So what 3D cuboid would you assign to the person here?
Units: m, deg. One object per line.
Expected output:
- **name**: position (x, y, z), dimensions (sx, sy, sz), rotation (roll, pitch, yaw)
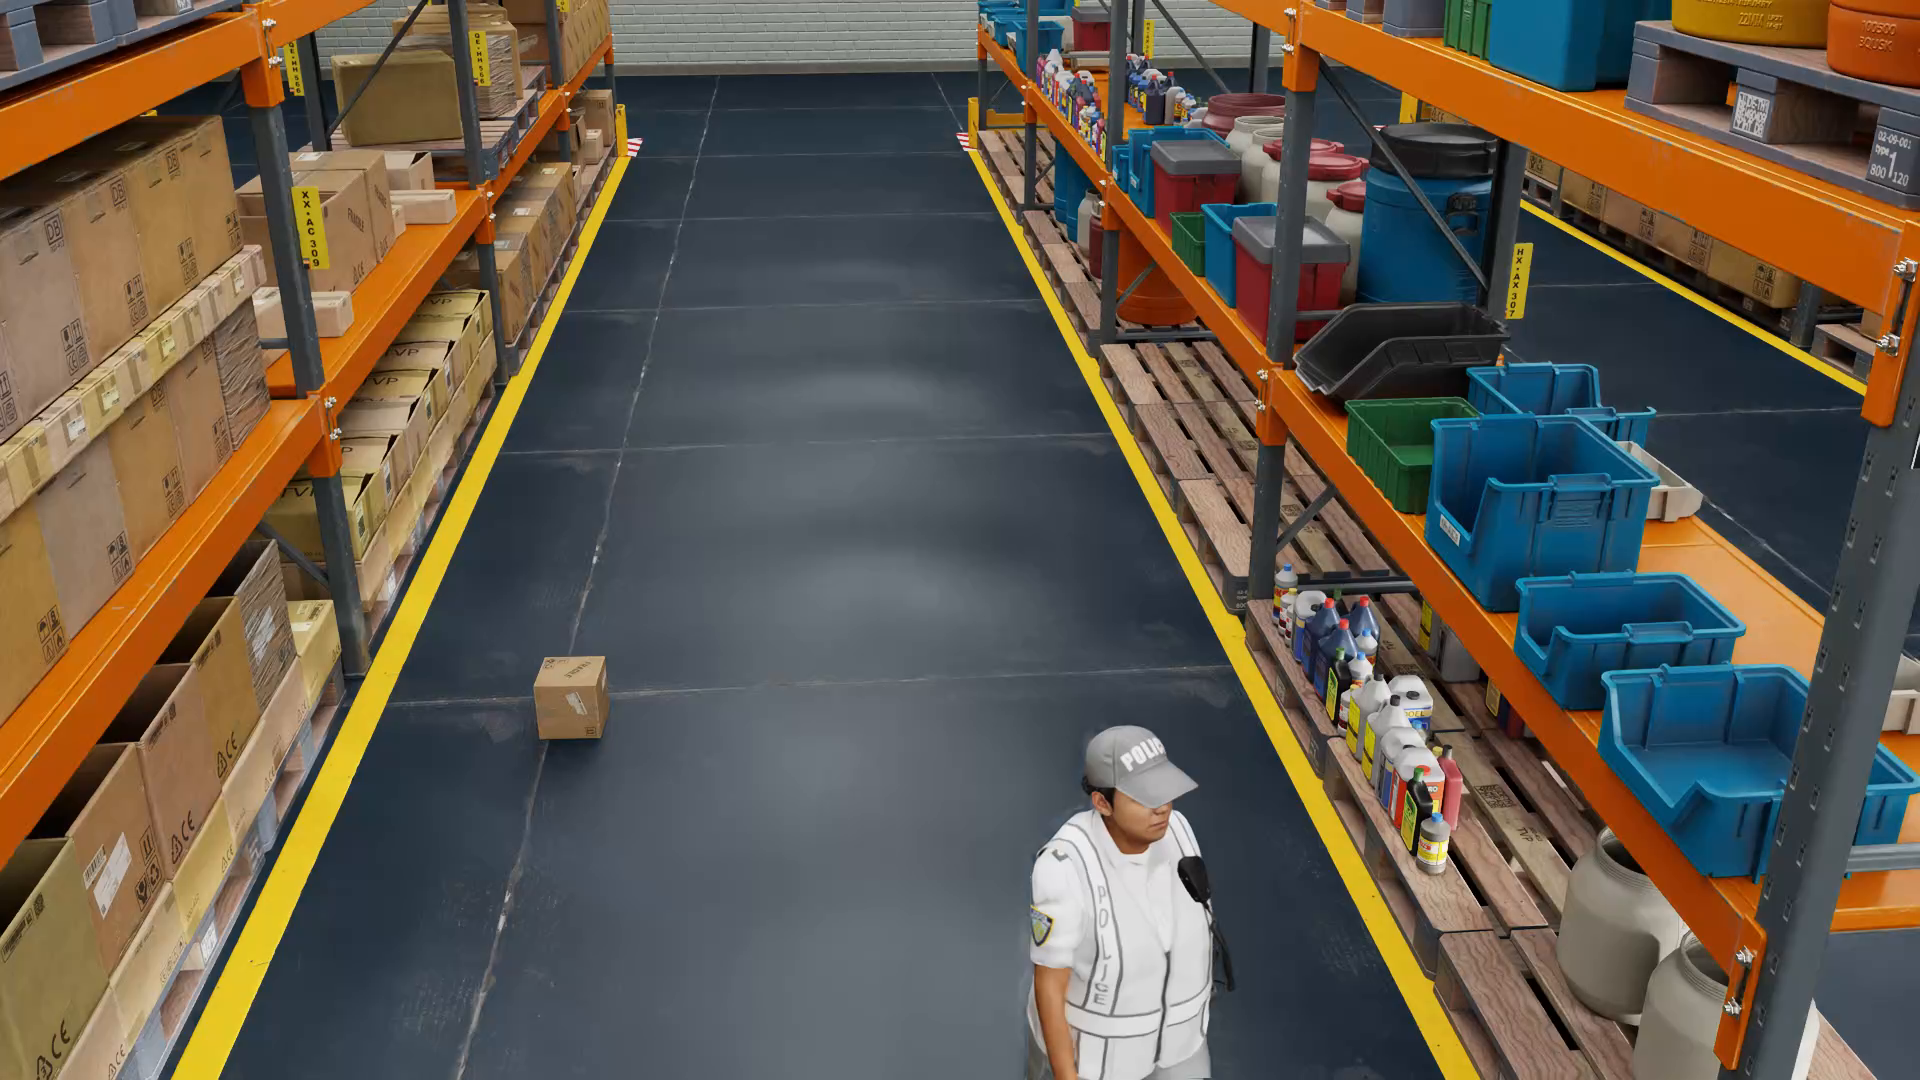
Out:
- **person**: position (0.364, 1.162, 3.958), dimensions (0.469, 1.616, 0.957), rotation (-11, 26, -23)
